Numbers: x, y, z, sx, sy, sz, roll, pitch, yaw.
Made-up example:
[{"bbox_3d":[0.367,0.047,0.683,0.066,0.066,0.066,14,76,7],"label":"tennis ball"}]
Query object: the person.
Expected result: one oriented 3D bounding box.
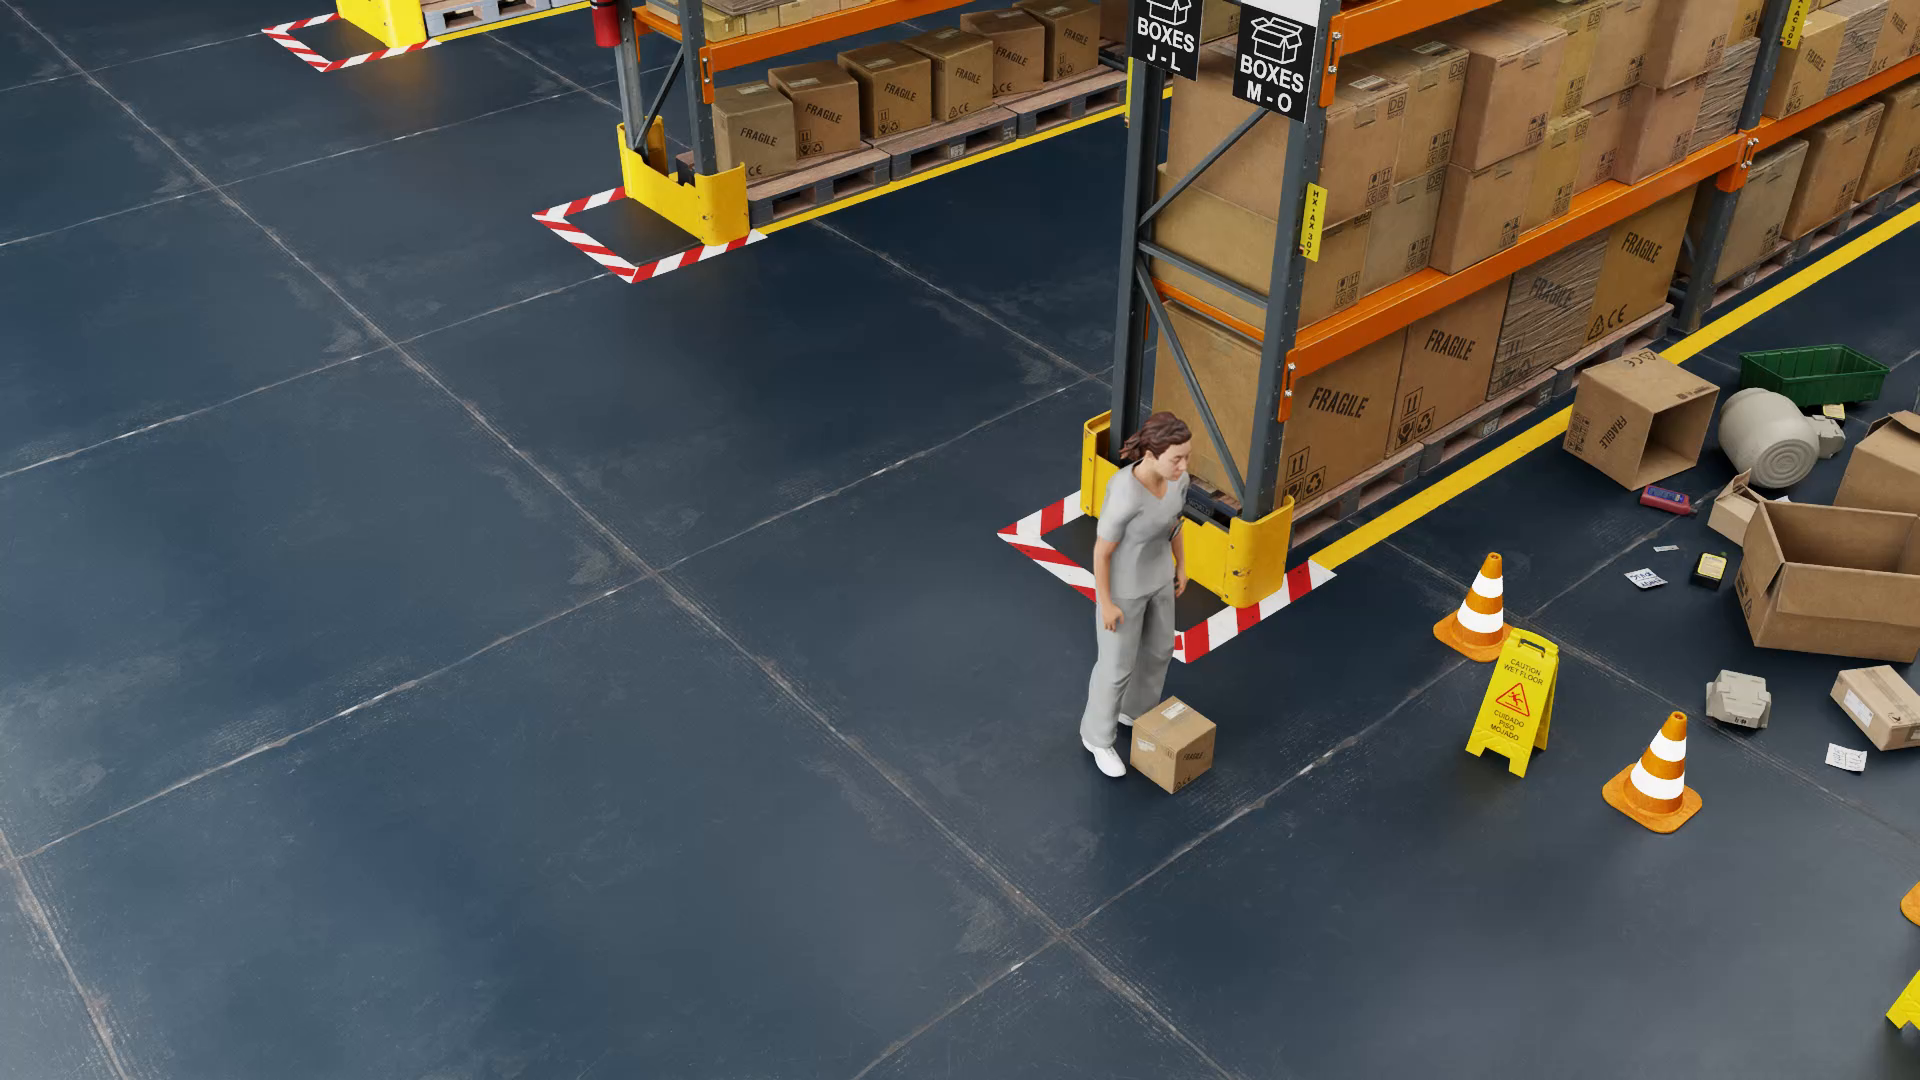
[{"bbox_3d":[0.739,0.190,6.816,0.489,1.673,0.355,-26,44,-31],"label":"person"}]
